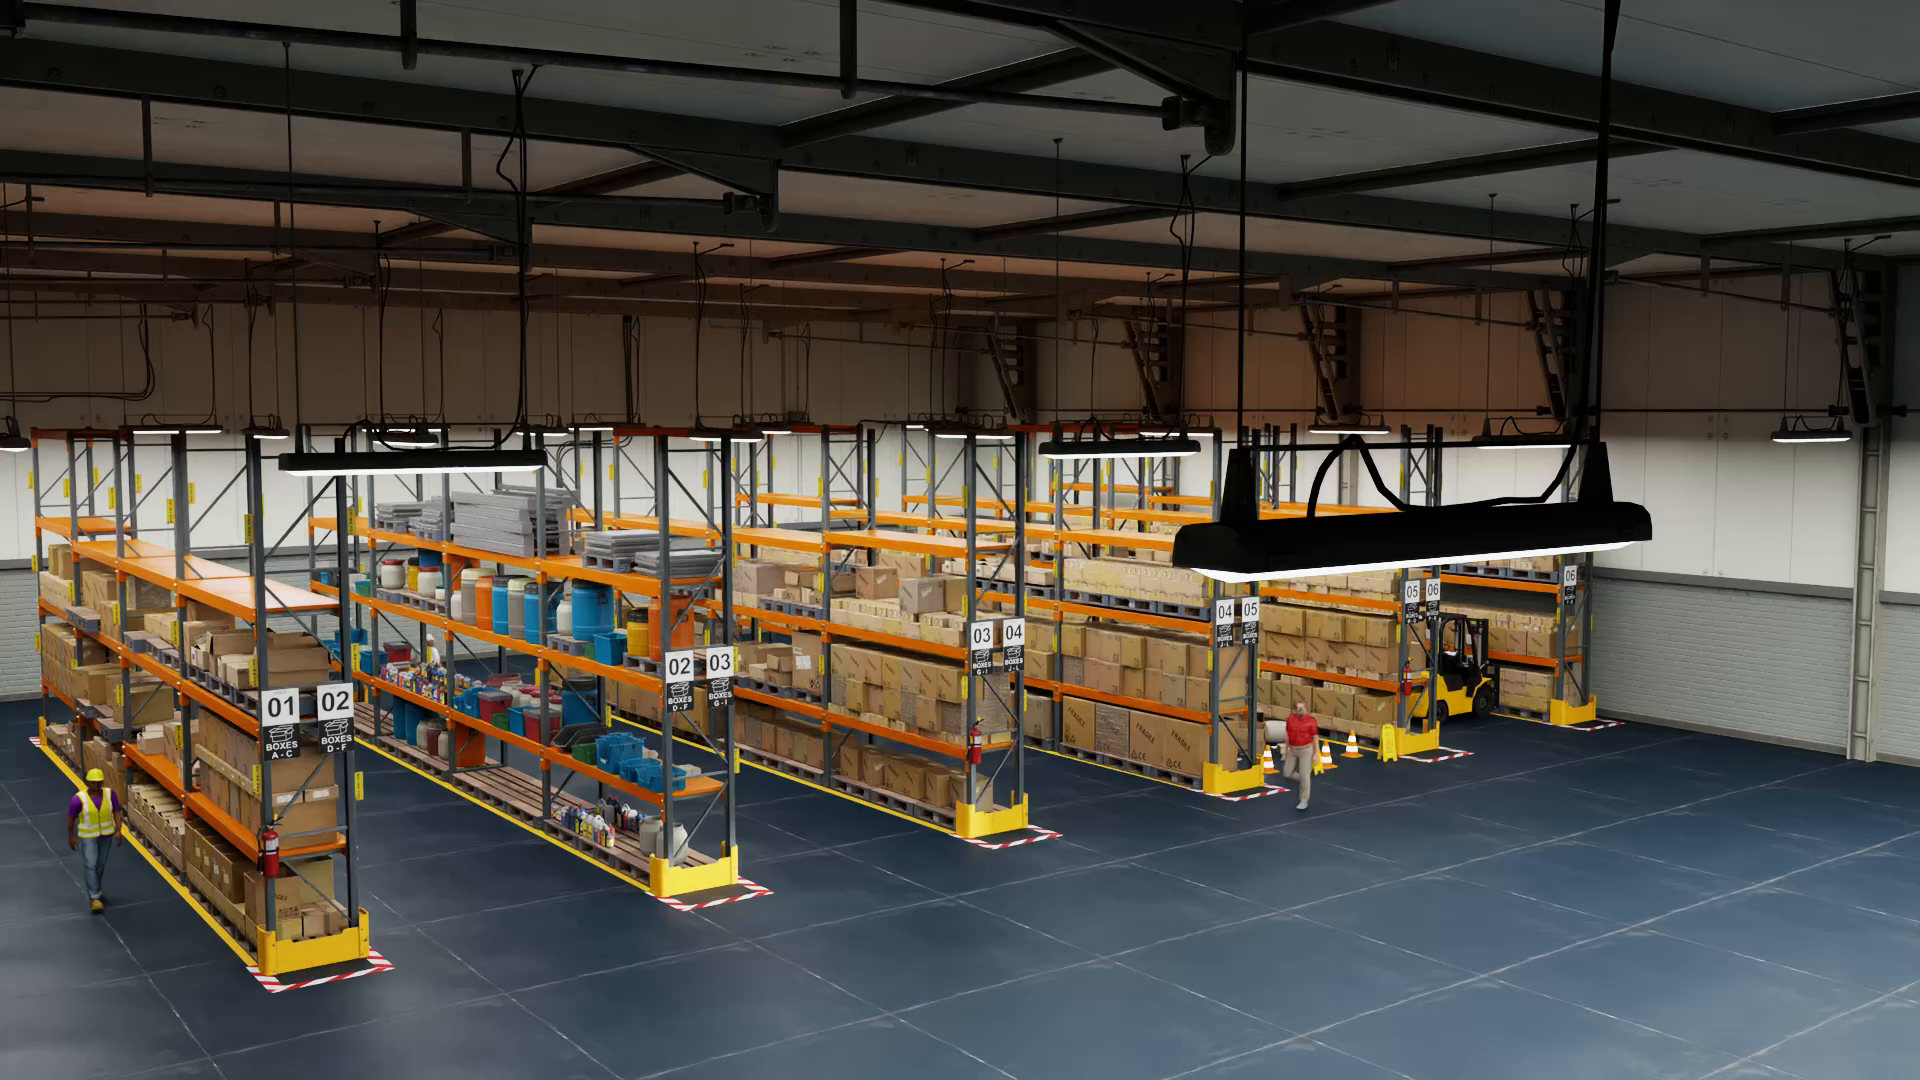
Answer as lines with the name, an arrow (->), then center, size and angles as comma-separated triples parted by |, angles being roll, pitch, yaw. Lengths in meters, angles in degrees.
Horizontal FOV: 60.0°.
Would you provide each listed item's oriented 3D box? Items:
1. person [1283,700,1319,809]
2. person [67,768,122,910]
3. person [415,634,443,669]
person -> 5.472, 3.383, 26.511 | 0.606, 1.711, 0.645 | 4, 6, 39
person -> -11.009, 3.776, 21.252 | 0.989, 1.712, 0.584 | 4, 6, 41
person -> -10.636, 2.809, 33.690 | 0.747, 1.786, 0.582 | 3, 5, 31
